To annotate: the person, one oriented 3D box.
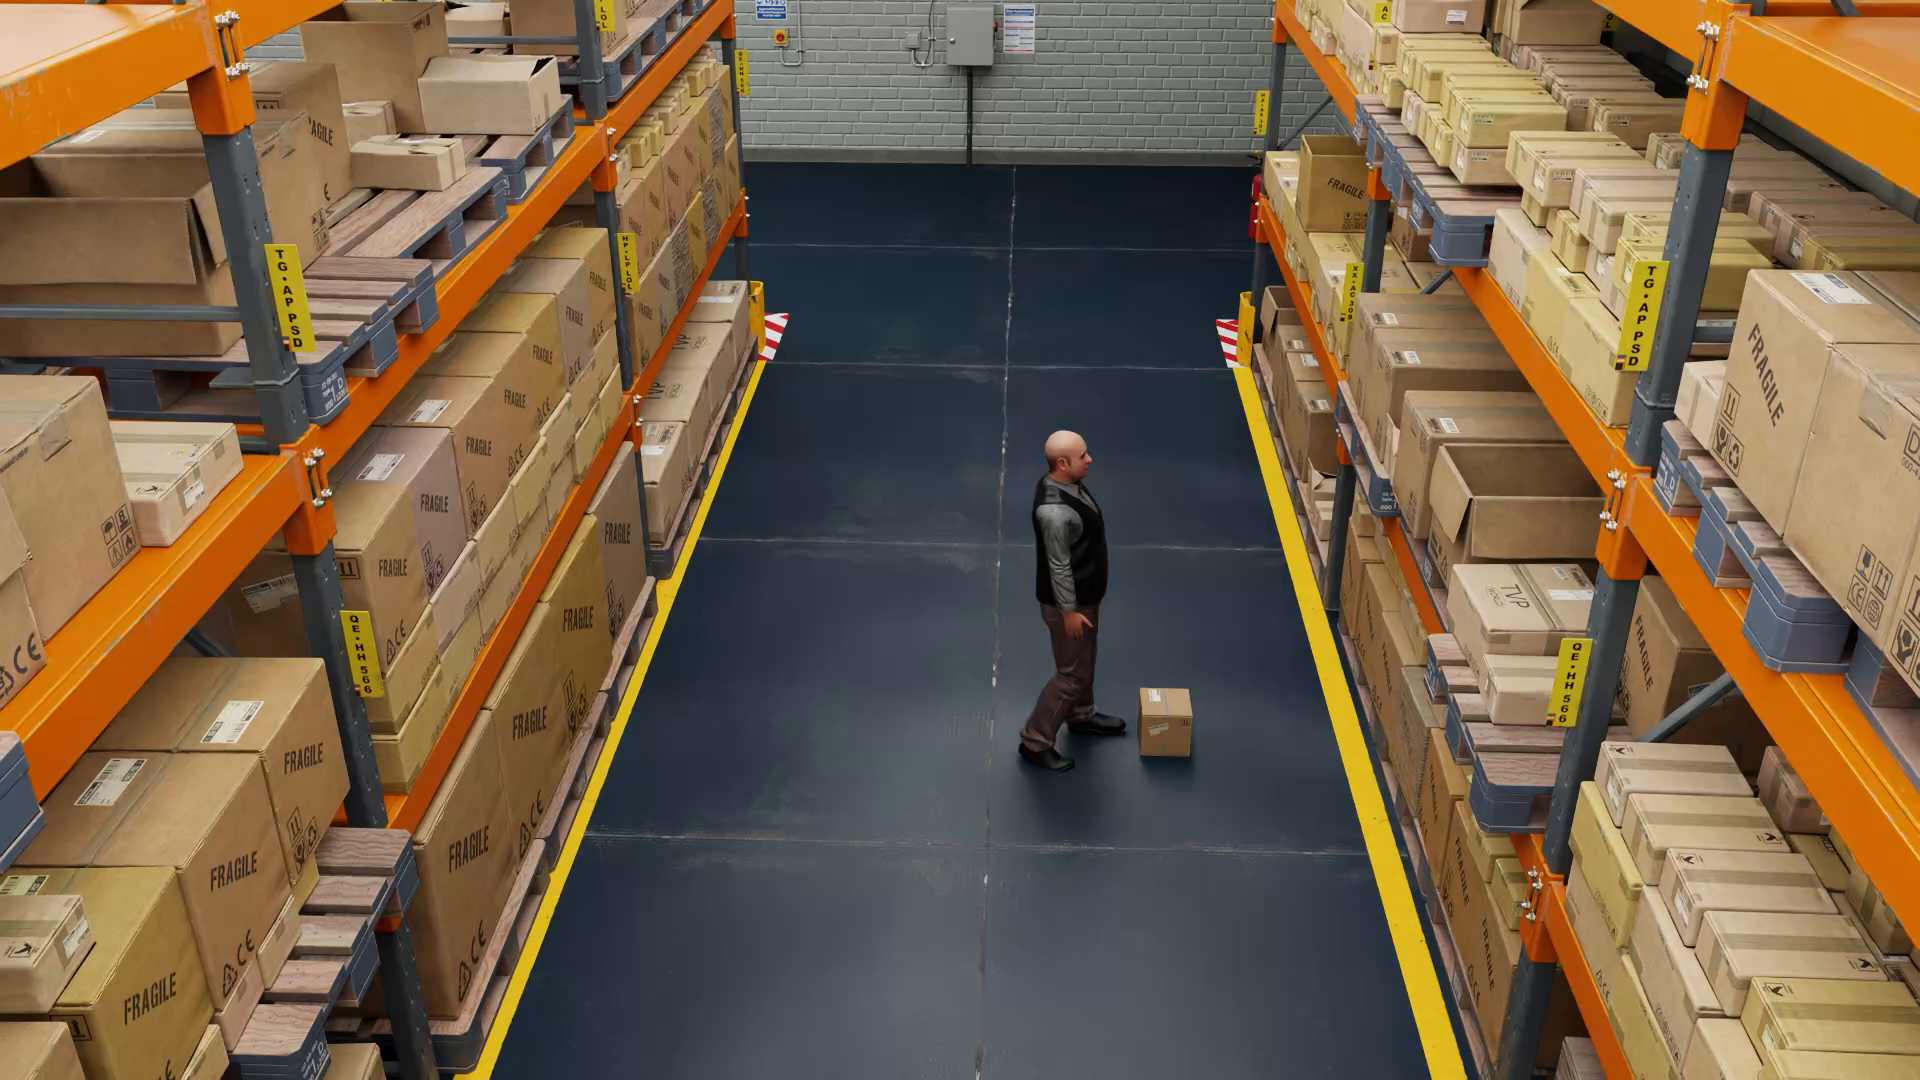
[{"bbox_3d":[0.581,0.280,8.136,0.522,1.746,0.576,4,28,7],"label":"person"}]
